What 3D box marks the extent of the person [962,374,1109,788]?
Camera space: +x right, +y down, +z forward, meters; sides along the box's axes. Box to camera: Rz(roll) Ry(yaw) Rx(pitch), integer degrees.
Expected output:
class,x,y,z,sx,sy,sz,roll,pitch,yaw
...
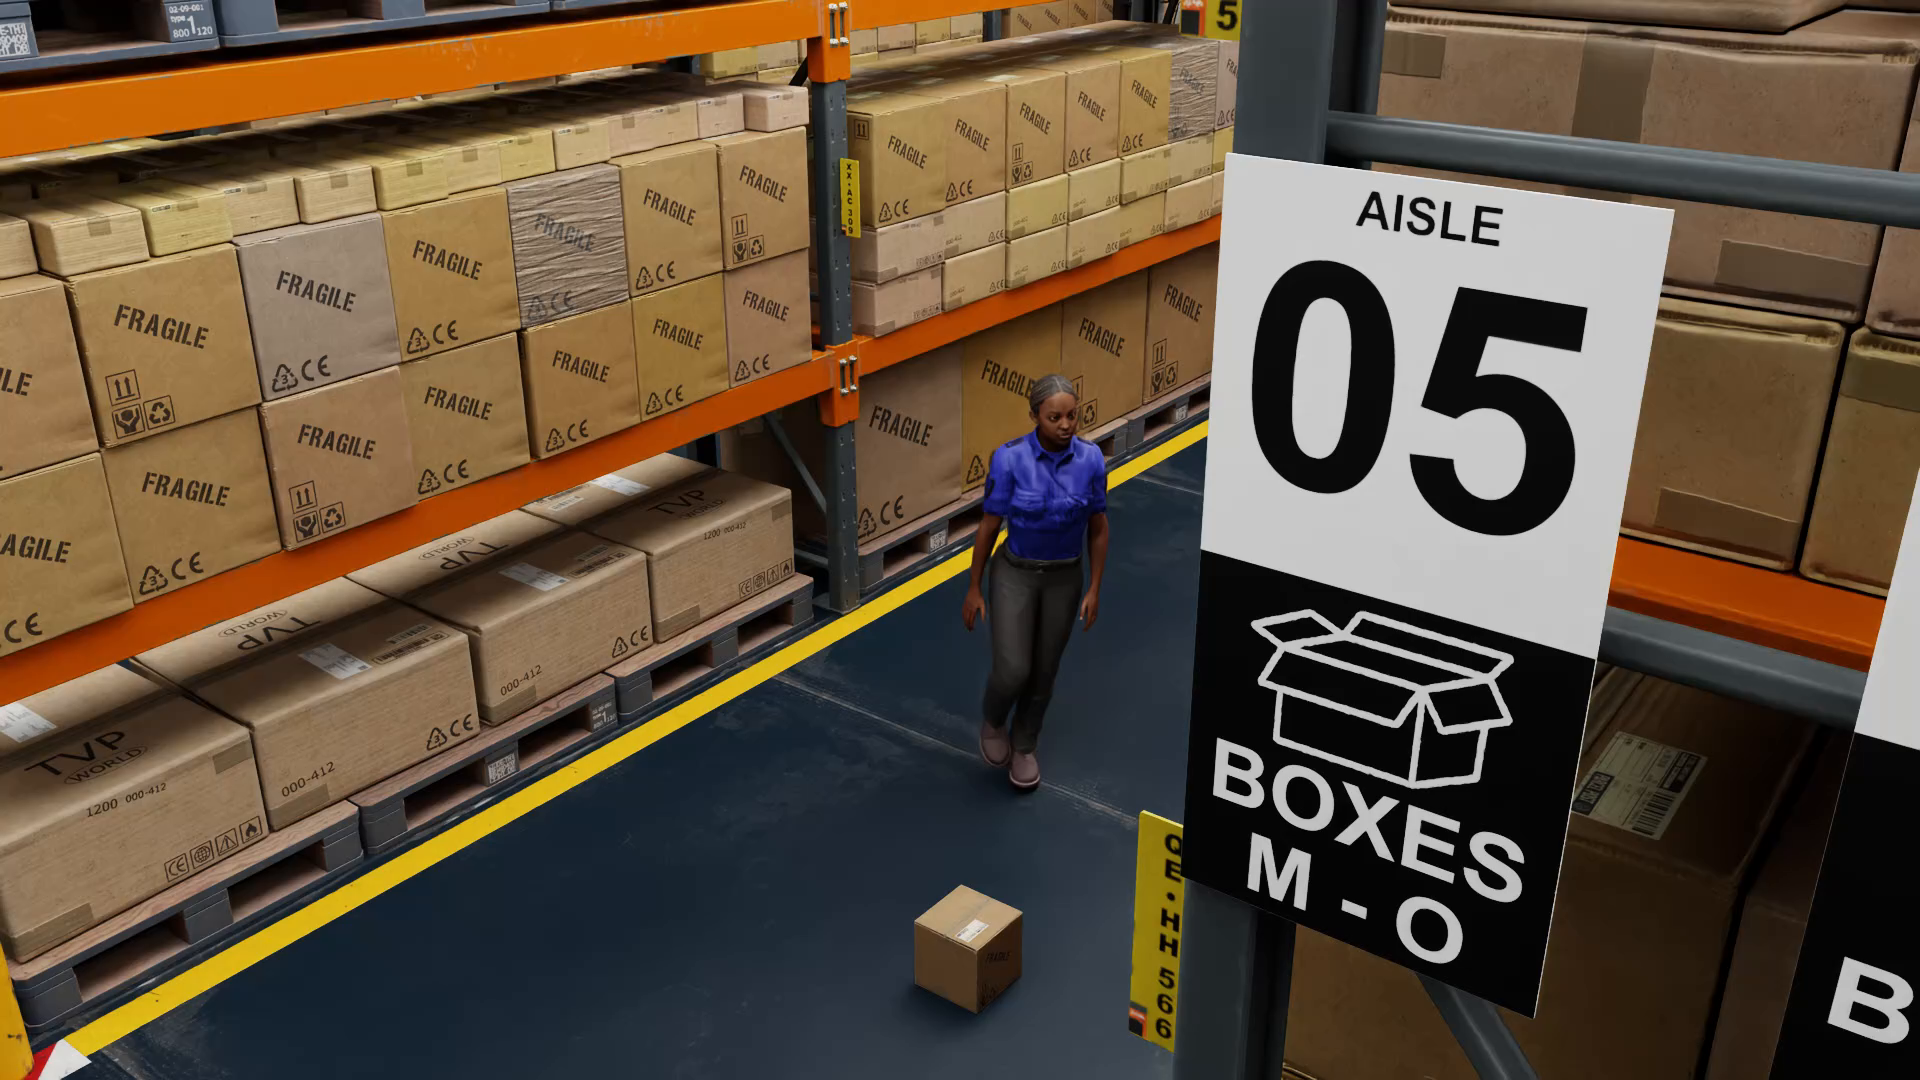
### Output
class,x,y,z,sx,sy,sz,roll,pitch,yaw
person,0.270,0.163,6.195,0.549,1.649,0.457,-5,24,-10
